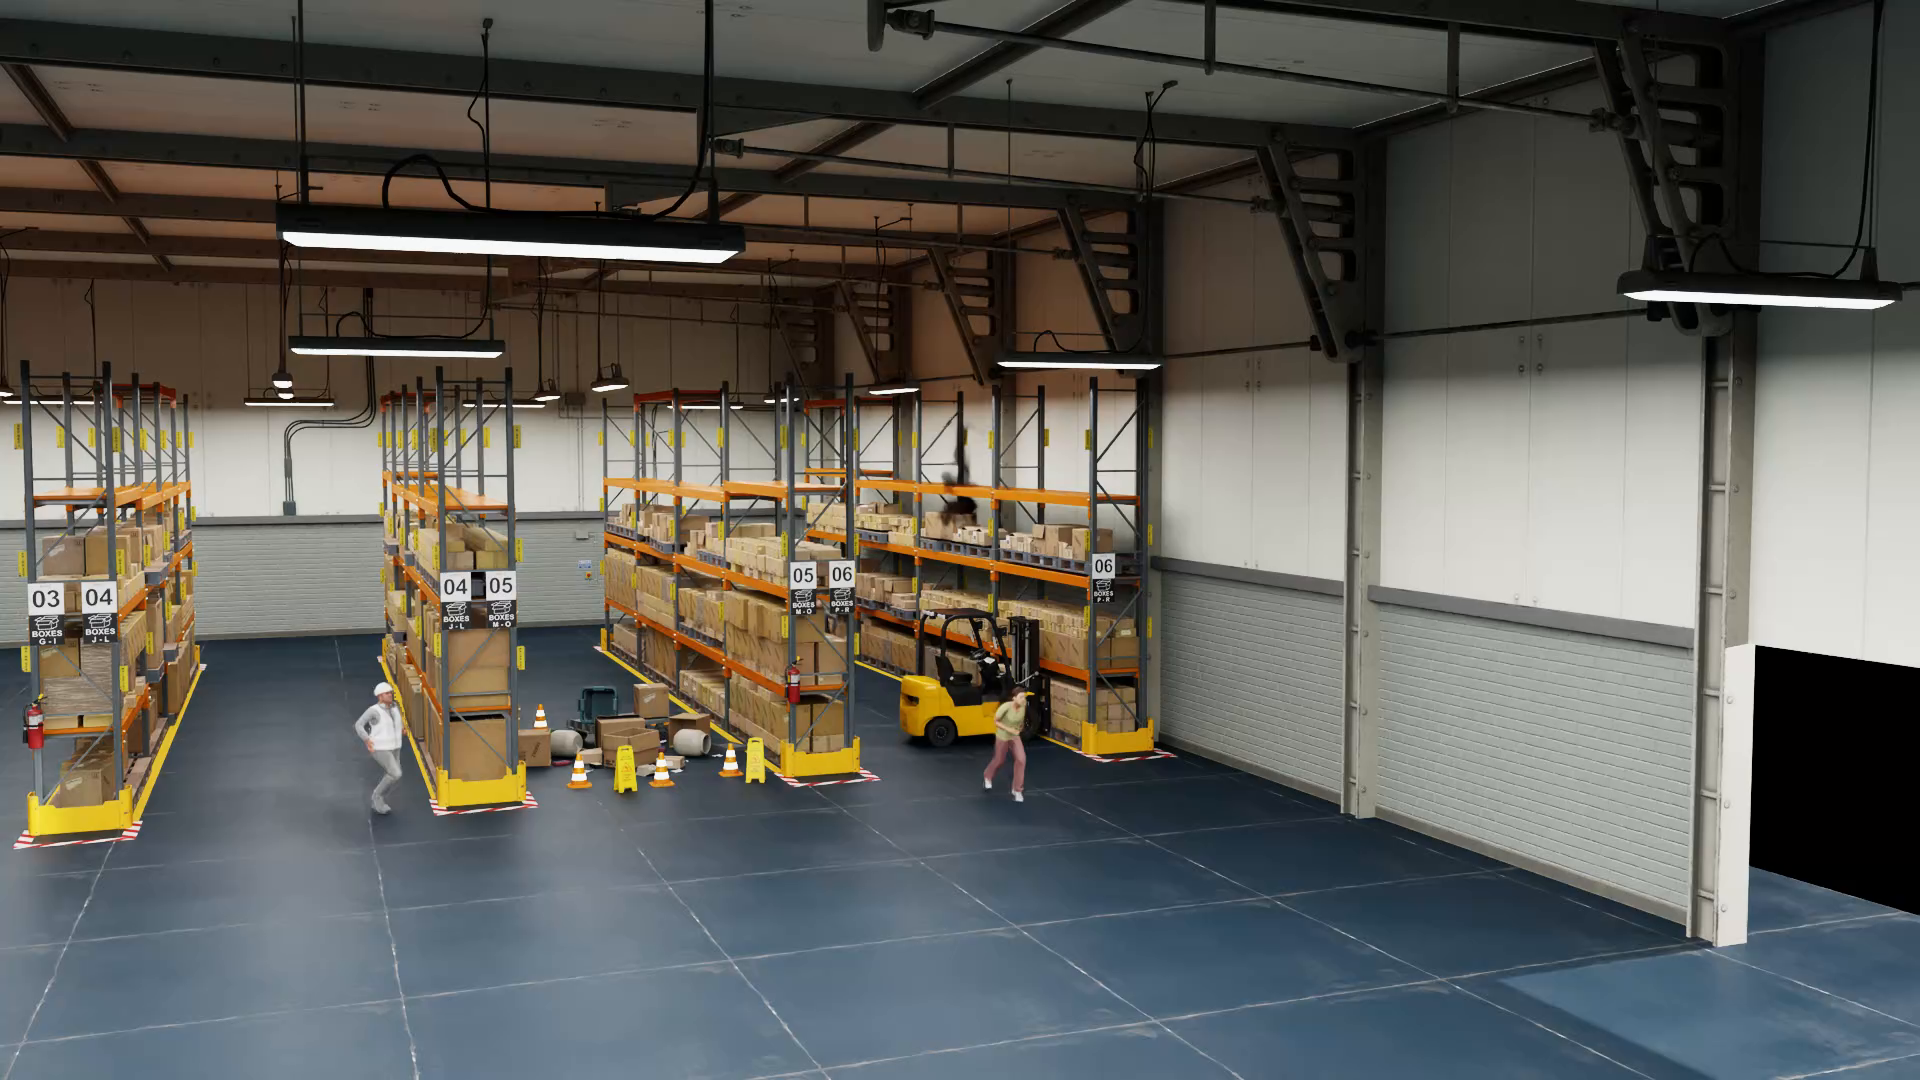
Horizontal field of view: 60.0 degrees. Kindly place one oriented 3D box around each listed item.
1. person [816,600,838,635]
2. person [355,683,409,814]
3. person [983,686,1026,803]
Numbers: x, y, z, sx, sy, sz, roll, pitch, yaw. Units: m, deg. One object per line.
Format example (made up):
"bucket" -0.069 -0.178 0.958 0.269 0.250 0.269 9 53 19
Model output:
"person" -2.853 2.110 34.145 0.650 1.722 0.945 -2 4 -29
"person" -7.650 2.781 22.220 0.656 1.742 0.640 1 4 22
"person" 0.628 2.834 23.357 0.617 1.607 0.974 -2 4 -35
